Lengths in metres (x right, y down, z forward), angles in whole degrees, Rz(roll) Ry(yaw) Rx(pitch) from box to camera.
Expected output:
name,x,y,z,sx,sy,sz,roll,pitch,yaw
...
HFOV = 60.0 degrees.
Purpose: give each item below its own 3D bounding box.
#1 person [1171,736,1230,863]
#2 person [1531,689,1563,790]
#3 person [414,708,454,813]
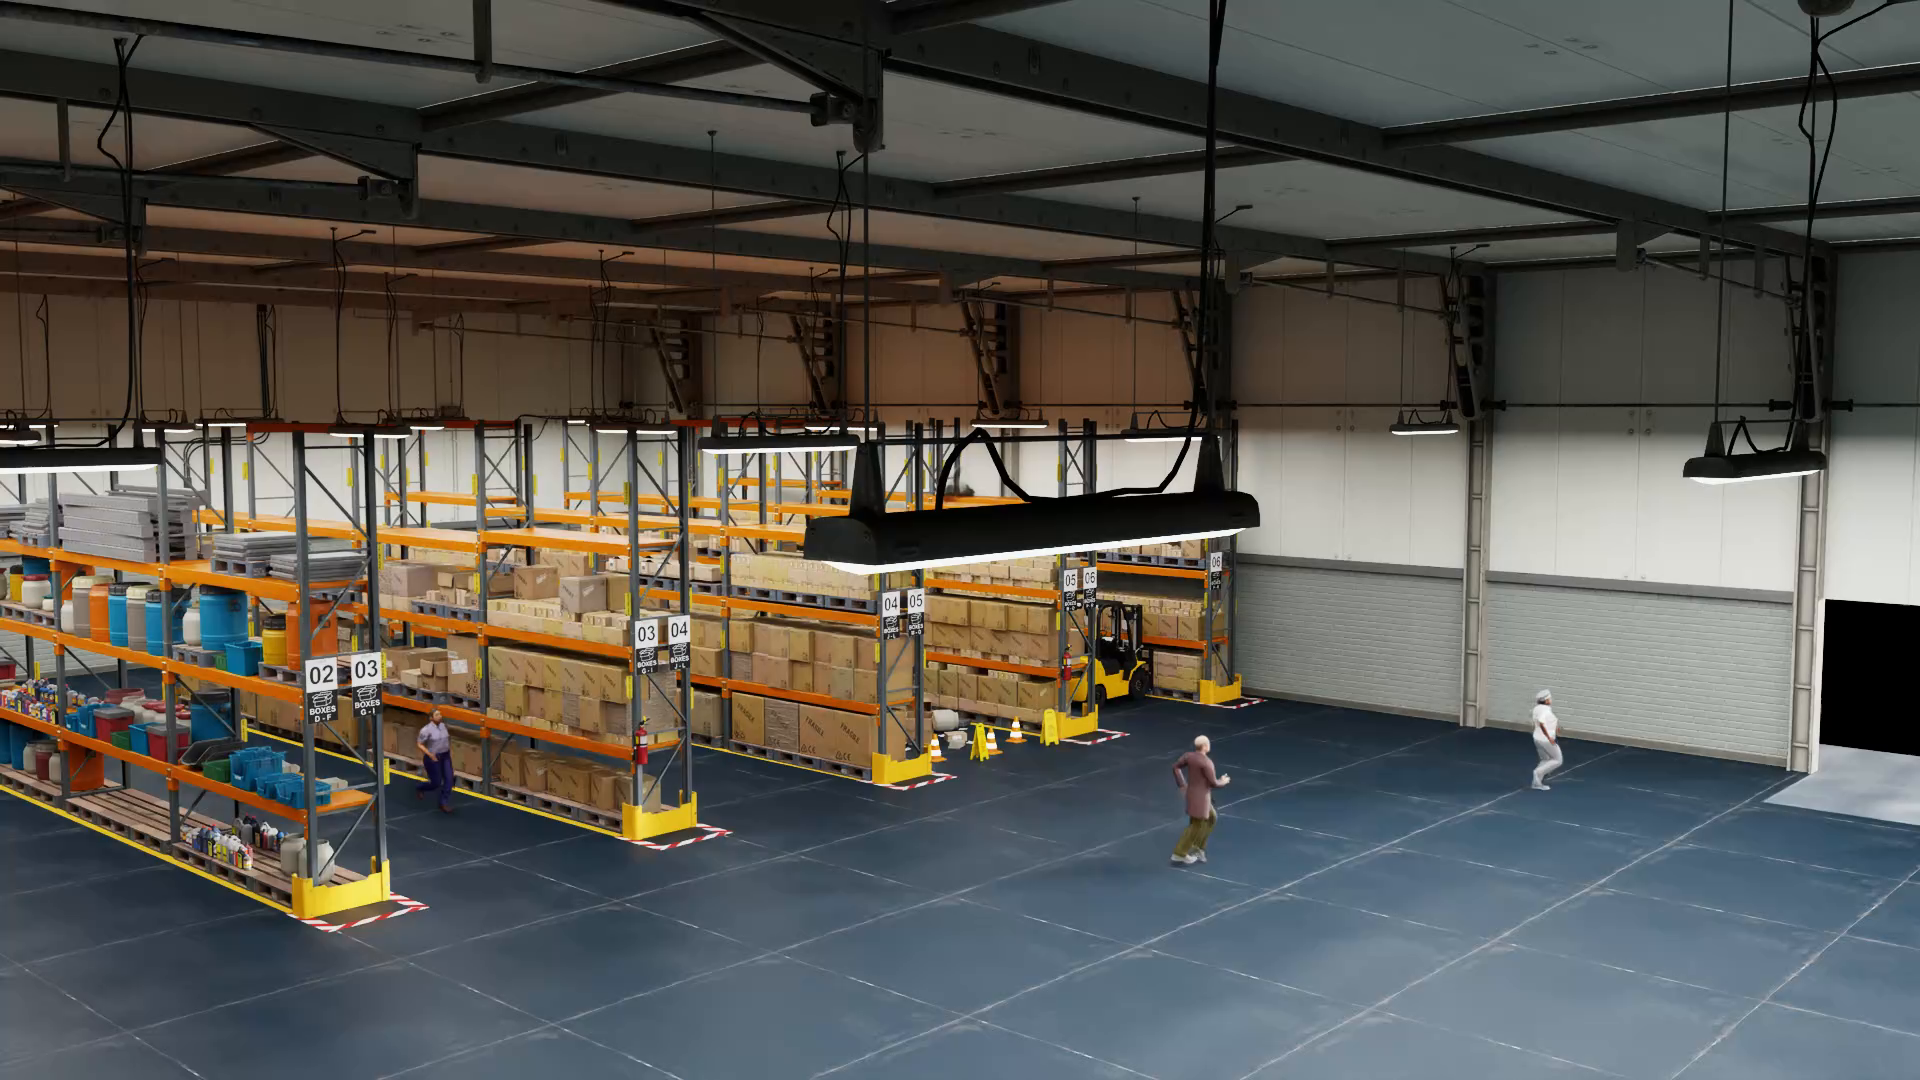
name,x,y,z,sx,sy,sz,roll,pitch,yaw
person,3.301,3.583,22.867,0.877,1.808,0.668,-1,5,-16
person,9.639,3.278,27.282,0.549,1.653,0.567,-1,5,-7
person,-8.182,3.430,25.930,0.685,1.612,0.608,3,5,32
